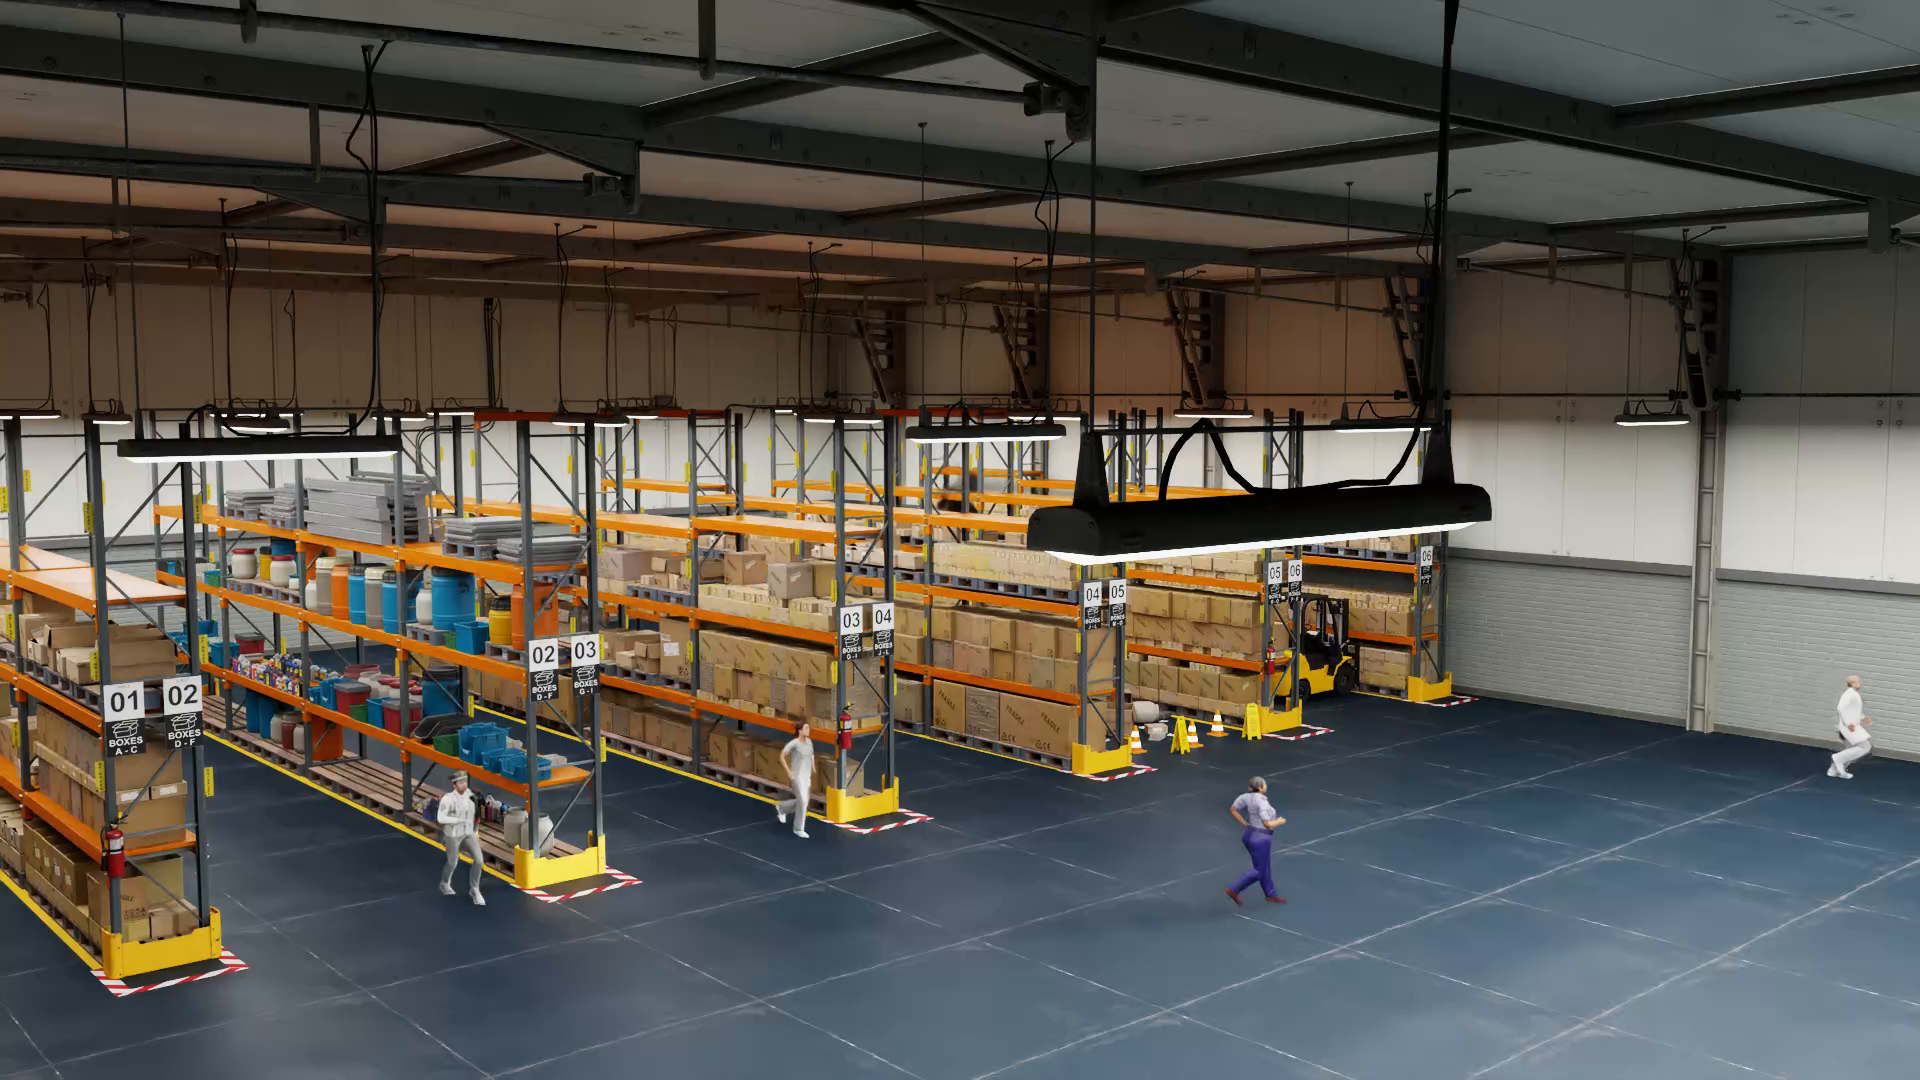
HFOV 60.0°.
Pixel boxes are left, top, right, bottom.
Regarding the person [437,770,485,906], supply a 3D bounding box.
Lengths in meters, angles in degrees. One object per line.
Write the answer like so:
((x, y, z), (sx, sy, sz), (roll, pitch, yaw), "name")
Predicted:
((-6.237, 3.688, 20.689), (0.788, 1.722, 0.627), (5, 7, 44), "person")

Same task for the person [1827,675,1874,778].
((14.673, 3.077, 27.359), (0.653, 1.713, 0.660), (2, 6, 26), "person")

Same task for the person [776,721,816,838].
((-2.352, 3.433, 24.067), (0.729, 1.635, 0.603), (4, 6, 39), "person")

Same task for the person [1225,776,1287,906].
((3.643, 3.706, 20.403), (0.924, 1.647, 0.606), (-2, 5, -19), "person")
